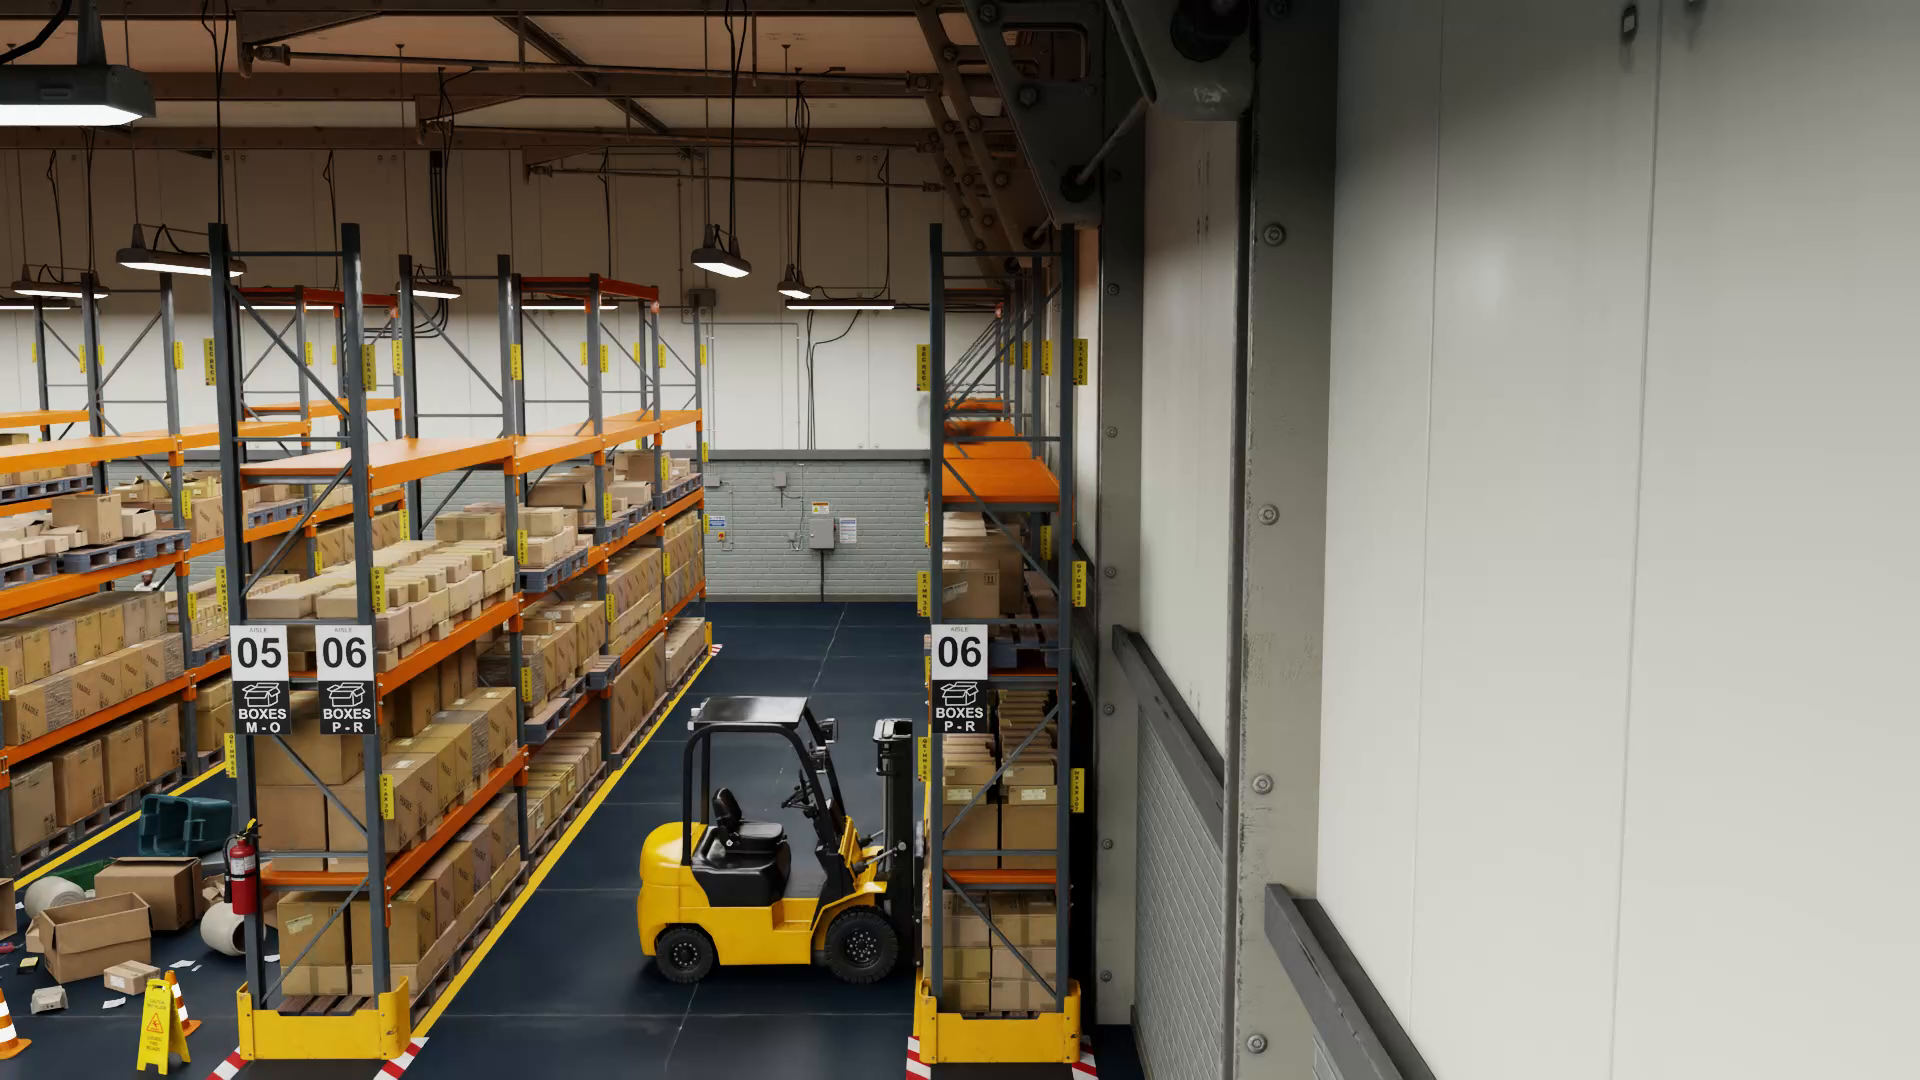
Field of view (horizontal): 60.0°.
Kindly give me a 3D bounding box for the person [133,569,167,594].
[{"bbox_3d":[-12.892,1.251,26.477,0.601,1.673,0.729,-1,7,-8],"label":"person"}]
